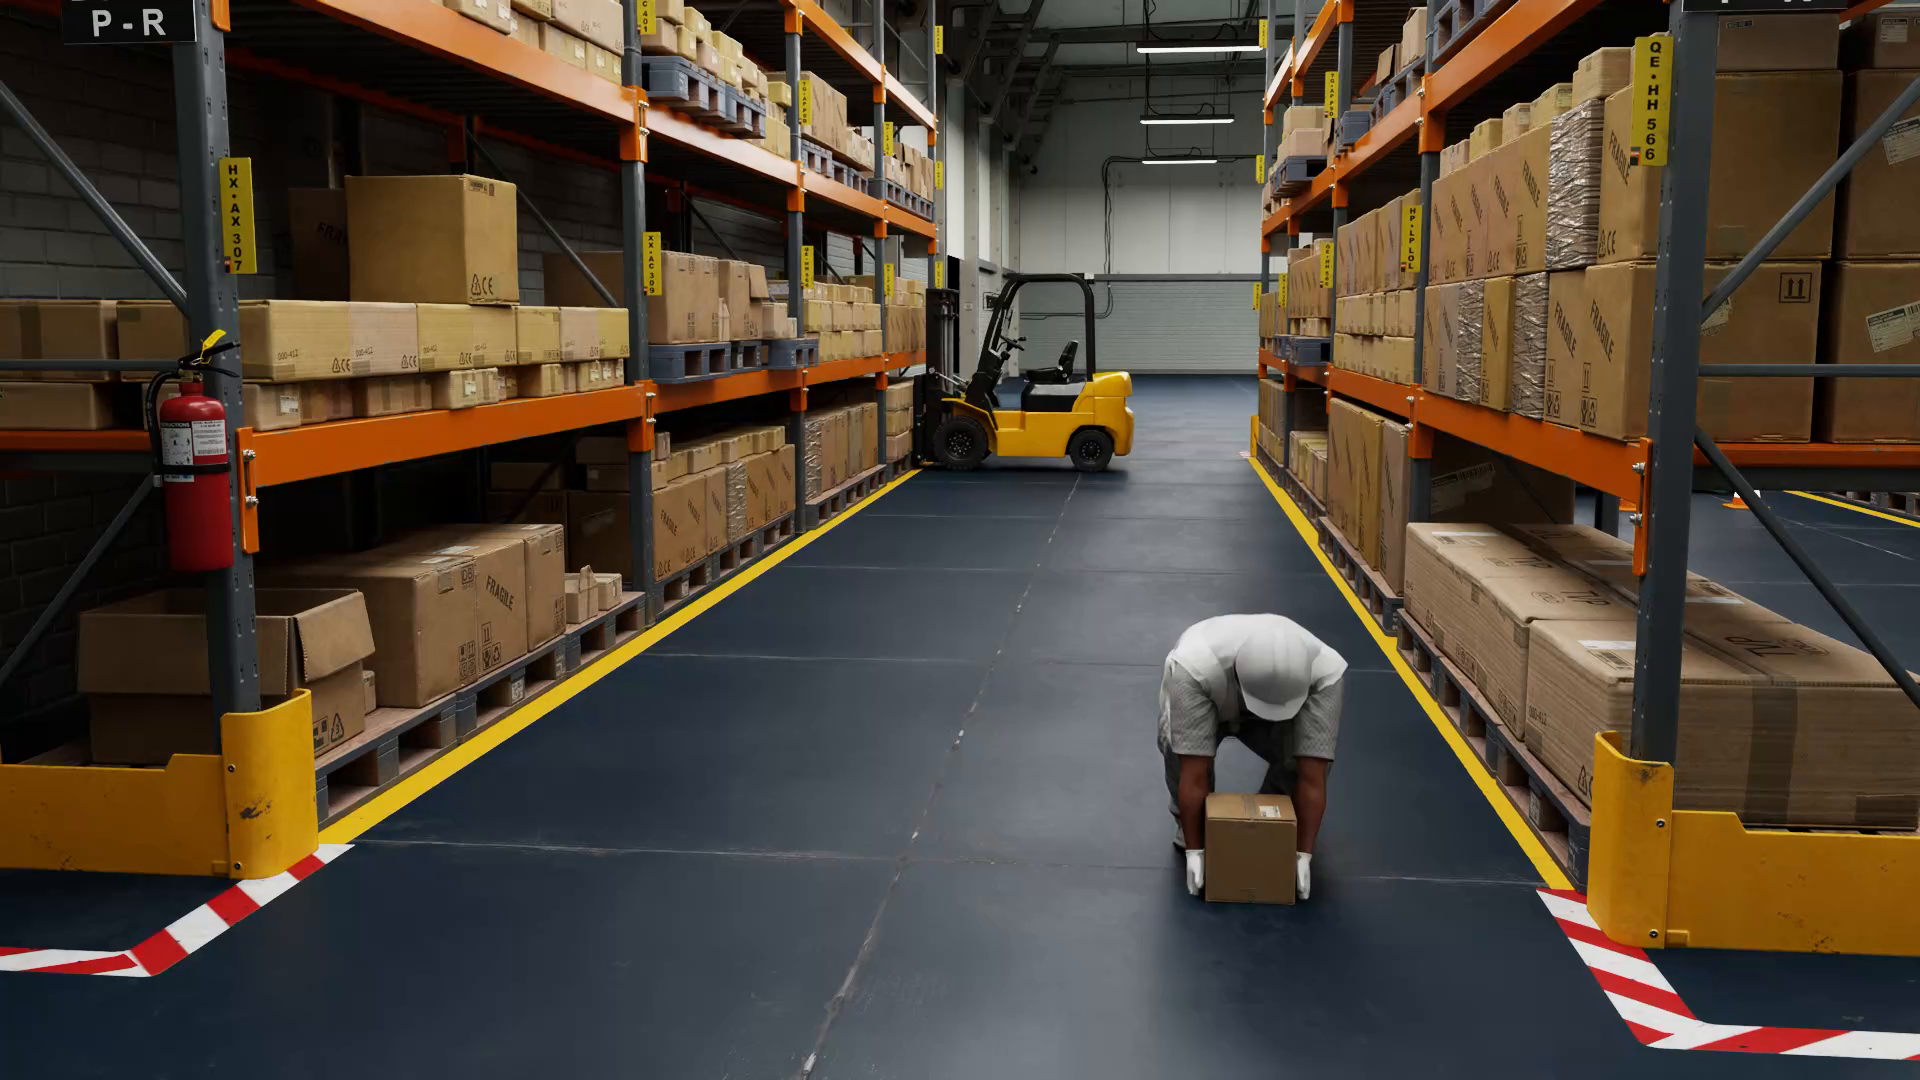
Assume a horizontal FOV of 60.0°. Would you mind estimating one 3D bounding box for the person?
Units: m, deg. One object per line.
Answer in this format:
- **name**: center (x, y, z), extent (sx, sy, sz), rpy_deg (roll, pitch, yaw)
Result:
- **person**: center (0.884, 0.628, 5.089), extent (0.561, 0.876, 0.947), rpy_deg (0, 8, 3)
